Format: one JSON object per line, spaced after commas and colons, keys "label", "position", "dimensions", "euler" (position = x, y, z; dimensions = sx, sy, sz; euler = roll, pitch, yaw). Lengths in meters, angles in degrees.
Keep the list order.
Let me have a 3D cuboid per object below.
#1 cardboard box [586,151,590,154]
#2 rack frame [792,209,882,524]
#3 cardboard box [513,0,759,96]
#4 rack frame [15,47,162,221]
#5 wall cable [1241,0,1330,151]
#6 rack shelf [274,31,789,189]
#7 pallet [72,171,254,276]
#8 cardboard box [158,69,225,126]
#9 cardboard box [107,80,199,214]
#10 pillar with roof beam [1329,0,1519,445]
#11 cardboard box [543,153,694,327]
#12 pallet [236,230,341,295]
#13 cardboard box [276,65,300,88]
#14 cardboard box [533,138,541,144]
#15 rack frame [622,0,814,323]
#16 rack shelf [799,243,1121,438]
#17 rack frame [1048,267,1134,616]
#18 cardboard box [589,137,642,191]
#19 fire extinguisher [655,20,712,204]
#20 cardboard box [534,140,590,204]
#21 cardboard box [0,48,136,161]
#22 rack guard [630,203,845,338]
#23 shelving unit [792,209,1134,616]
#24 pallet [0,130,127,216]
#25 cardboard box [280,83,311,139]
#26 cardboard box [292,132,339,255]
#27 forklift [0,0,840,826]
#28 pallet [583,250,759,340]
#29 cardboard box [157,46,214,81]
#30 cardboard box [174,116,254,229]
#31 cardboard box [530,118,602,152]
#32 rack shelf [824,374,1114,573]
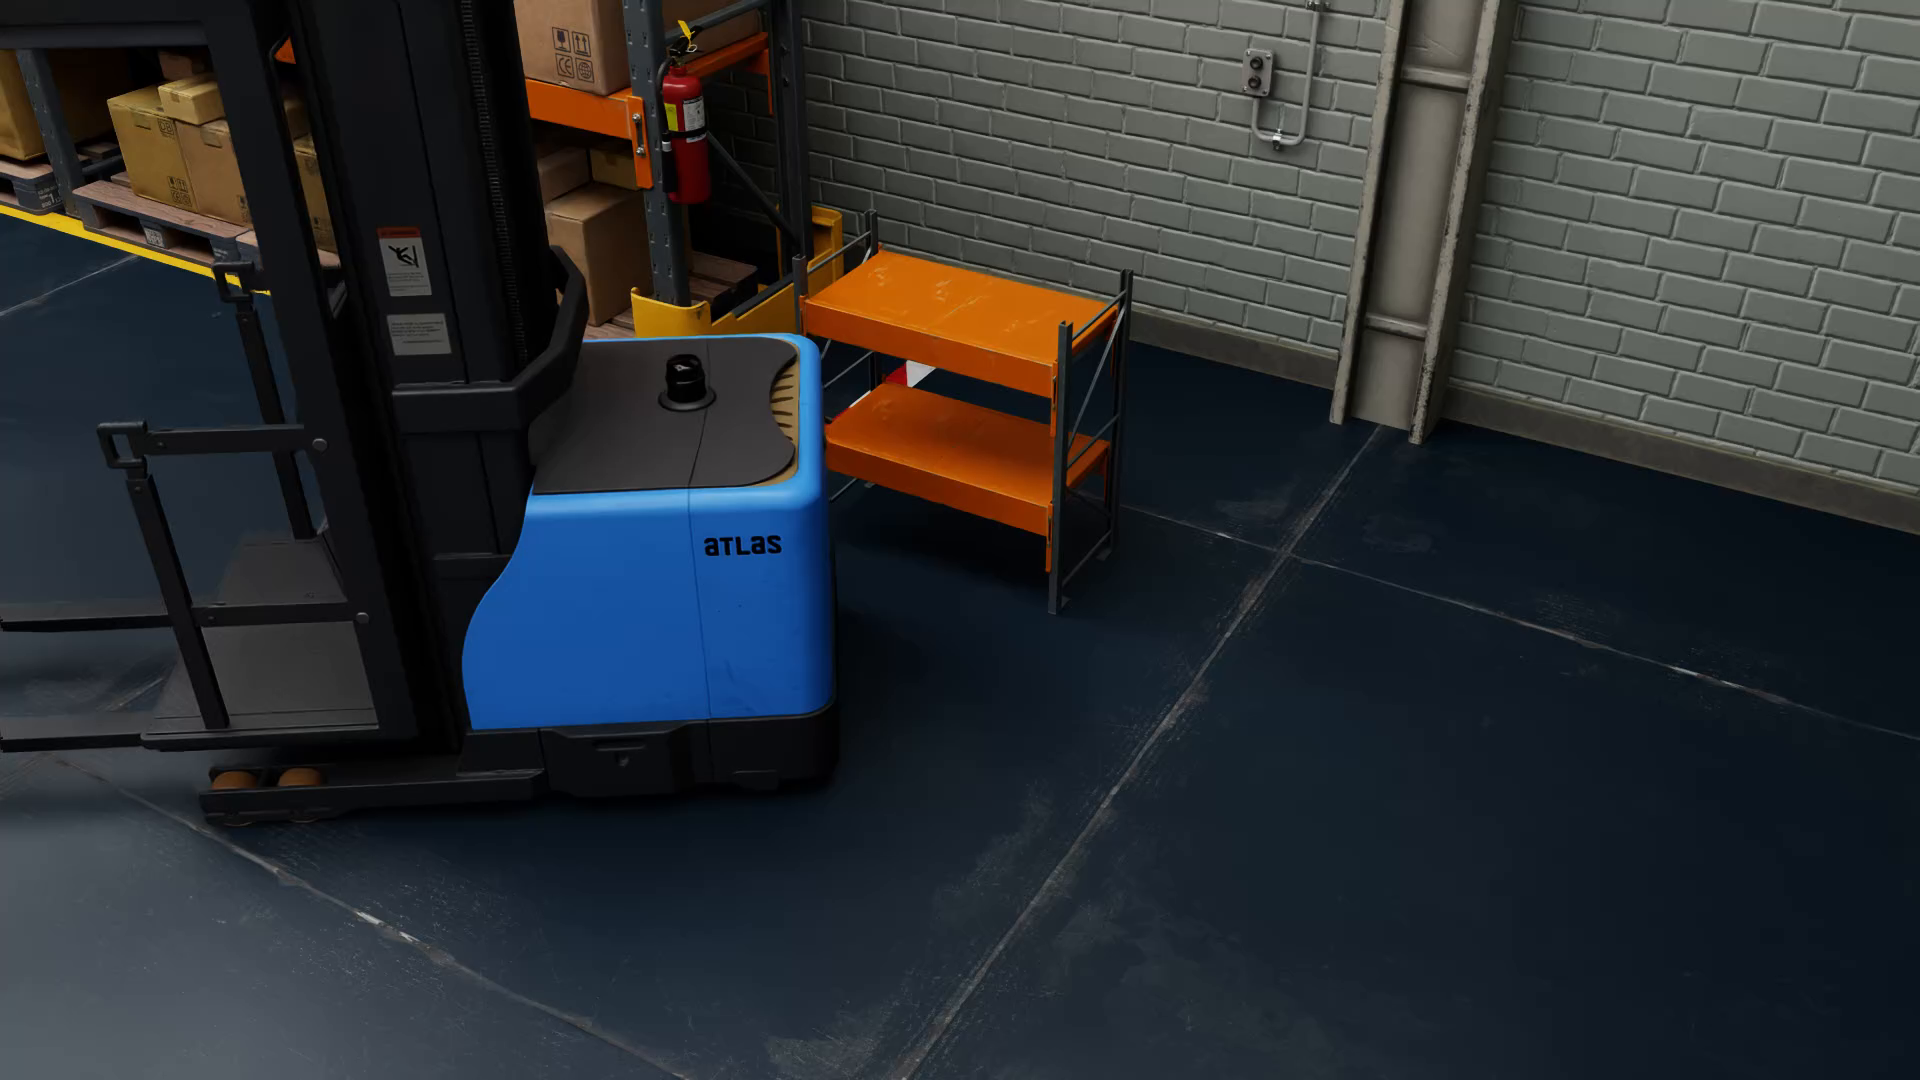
{"label": "cardboard box", "position": [-2.064, -1.510, 7.687], "dimensions": [0.500, 0.500, 0.700], "euler": [17, 37, 24]}
{"label": "rack frame", "position": [-0.435, -0.606, 6.145], "dimensions": [0.032, 1.125, 0.500], "euler": [18, 37, 24]}
{"label": "cardboard box", "position": [-1.420, -2.354, 6.808], "dimensions": [0.700, 0.700, 0.980], "euler": [19, 38, 26]}
{"label": "rack frame", "position": [-4.445, -3.193, 8.339], "dimensions": [0.127, 3.000, 1.000], "euler": [18, 37, 24]}
{"label": "wall cable", "position": [0.609, -2.619, 6.561], "dimensions": [1.851, 1.984, 0.084], "euler": [18, 37, 24]}
{"label": "rack shelf", "position": [-2.709, -2.344, 7.713], "dimensions": [4.000, 0.370, 1.077], "euler": [18, 37, 24]}
{"label": "pallet", "position": [-3.824, -1.786, 8.742], "dimensions": [1.213, 0.211, 1.003], "euler": [18, 37, 24]}
{"label": "cardboard box", "position": [-3.640, -2.161, 8.080], "dimensions": [0.250, 0.149, 0.380], "euler": [19, 38, 26]}
{"label": "cardboard box", "position": [-3.847, -2.073, 8.533], "dimensions": [0.500, 0.500, 0.700], "euler": [18, 38, 25]}
{"label": "pillar with roof beam", "position": [-0.335, -2.192, 1.424], "dimensions": [0.400, 9.000, 9.100], "euler": [18, 37, 24]}
{"label": "cardboard box", "position": [-1.630, -1.372, 7.481], "dimensions": [0.500, 0.500, 0.700], "euler": [18, 37, 24]}
{"label": "pallet", "position": [-2.760, -1.451, 8.239], "dimensions": [1.213, 0.211, 1.003], "euler": [18, 37, 24]}
{"label": "cardboard box", "position": [-3.187, -2.262, 8.232], "dimensions": [0.250, 0.149, 0.380], "euler": [16, 37, 23]}
{"label": "cardboard box", "position": [-2.054, -1.660, 7.327], "dimensions": [0.250, 0.149, 0.380], "euler": [19, 38, 26]}
{"label": "rack frame", "position": [-0.972, -2.093, 6.687], "dimensions": [0.127, 3.000, 1.000], "euler": [18, 37, 24]}
{"label": "rack shelf", "position": [0.006, -0.710, 5.773], "dimensions": [1.000, 0.278, 0.538], "euler": [18, 37, 24]}
{"label": "rack frame", "position": [0.447, -0.327, 5.725], "dimensions": [0.032, 1.125, 0.500], "euler": [18, 37, 24]}
{"label": "cardboard box", "position": [-1.422, -1.704, 7.394], "dimensions": [0.250, 0.149, 0.380], "euler": [18, 38, 25]}
{"label": "fire extinguisher", "position": [-1.070, -1.642, 6.416], "dimensions": [0.183, 0.674, 0.296], "euler": [18, 37, 24]}
{"label": "cardboard box", "position": [-1.832, -1.590, 7.222], "dimensions": [0.250, 0.149, 0.380], "euler": [17, 37, 24]}
{"label": "cardboard box", "position": [-5.074, -2.590, 8.993], "dimensions": [0.750, 0.750, 0.750], "euler": [18, 38, 25]}
{"label": "rack guard", "position": [-0.951, -1.046, 7.370], "dimensions": [0.348, 0.500, 1.175], "euler": [18, 37, 24]}
{"label": "shelving unit", "position": [0.006, -0.466, 5.935], "dimensions": [1.048, 1.125, 0.538], "euler": [18, 37, 24]}
{"label": "pallet", "position": [-5.153, -2.209, 9.376], "dimensions": [1.213, 0.211, 1.003], "euler": [18, 37, 24]}
{"label": "cardboard box", "position": [-3.187, -2.017, 7.864], "dimensions": [0.250, 0.149, 0.380], "euler": [16, 37, 23]}
{"label": "cardboard box", "position": [-2.968, -1.791, 8.109], "dimensions": [0.500, 0.500, 0.700], "euler": [18, 38, 25]}
{"label": "forklift", "position": [-1.913, -0.670, 4.612], "dimensions": [3.031, 2.935, 1.130], "euler": [-2, 34, -4]}
{"label": "pallet", "position": [-1.705, -1.115, 7.734], "dimensions": [1.213, 0.211, 1.003], "euler": [18, 37, 24]}
{"label": "cardboard box", "position": [-3.874, -2.478, 8.556], "dimensions": [0.250, 0.149, 0.380], "euler": [17, 37, 24]}
{"label": "cardboard box", "position": [-3.412, -1.933, 8.323], "dimensions": [0.500, 0.500, 0.700], "euler": [17, 37, 24]}
{"label": "cardboard box", "position": [-1.862, -1.843, 7.602], "dimensions": [0.250, 0.149, 0.380], "euler": [18, 38, 25]}
{"label": "rack shelf", "position": [0.006, -0.263, 6.071], "dimensions": [1.000, 0.278, 0.538], "euler": [18, 37, 24]}
